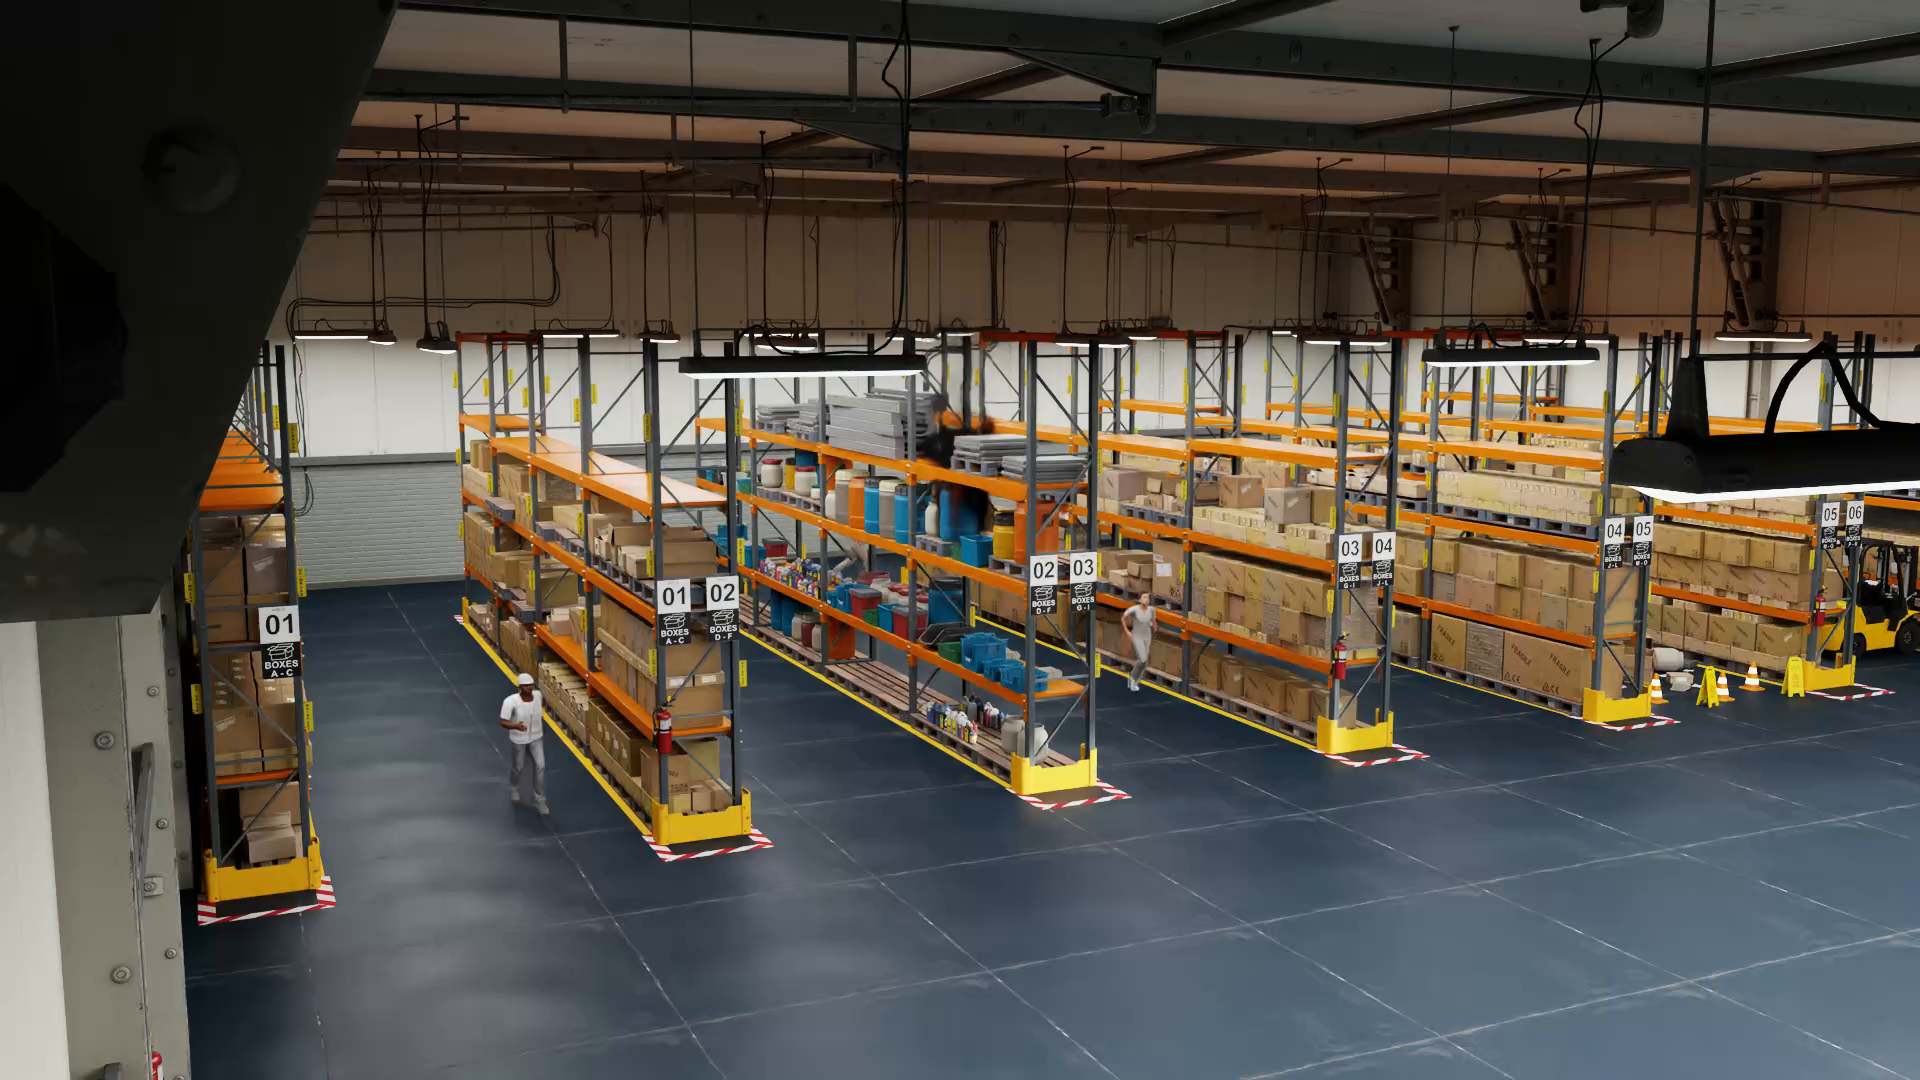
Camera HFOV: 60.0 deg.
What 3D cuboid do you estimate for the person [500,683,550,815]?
[{"bbox_3d":[-5.599,2.595,21.371,0.640,1.759,0.890,-5,9,-32],"label":"person"}]

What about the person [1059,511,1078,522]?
[{"bbox_3d":[2.525,-0.067,41.024,0.719,1.815,0.625,4,9,26],"label":"person"}]

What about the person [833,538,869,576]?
[{"bbox_3d":[-2.436,0.166,39.549,1.089,1.756,0.627,-1,8,-10],"label":"person"}]

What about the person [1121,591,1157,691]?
[{"bbox_3d":[2.925,1.629,26.770,0.565,1.654,0.603,-4,9,-25],"label":"person"}]
